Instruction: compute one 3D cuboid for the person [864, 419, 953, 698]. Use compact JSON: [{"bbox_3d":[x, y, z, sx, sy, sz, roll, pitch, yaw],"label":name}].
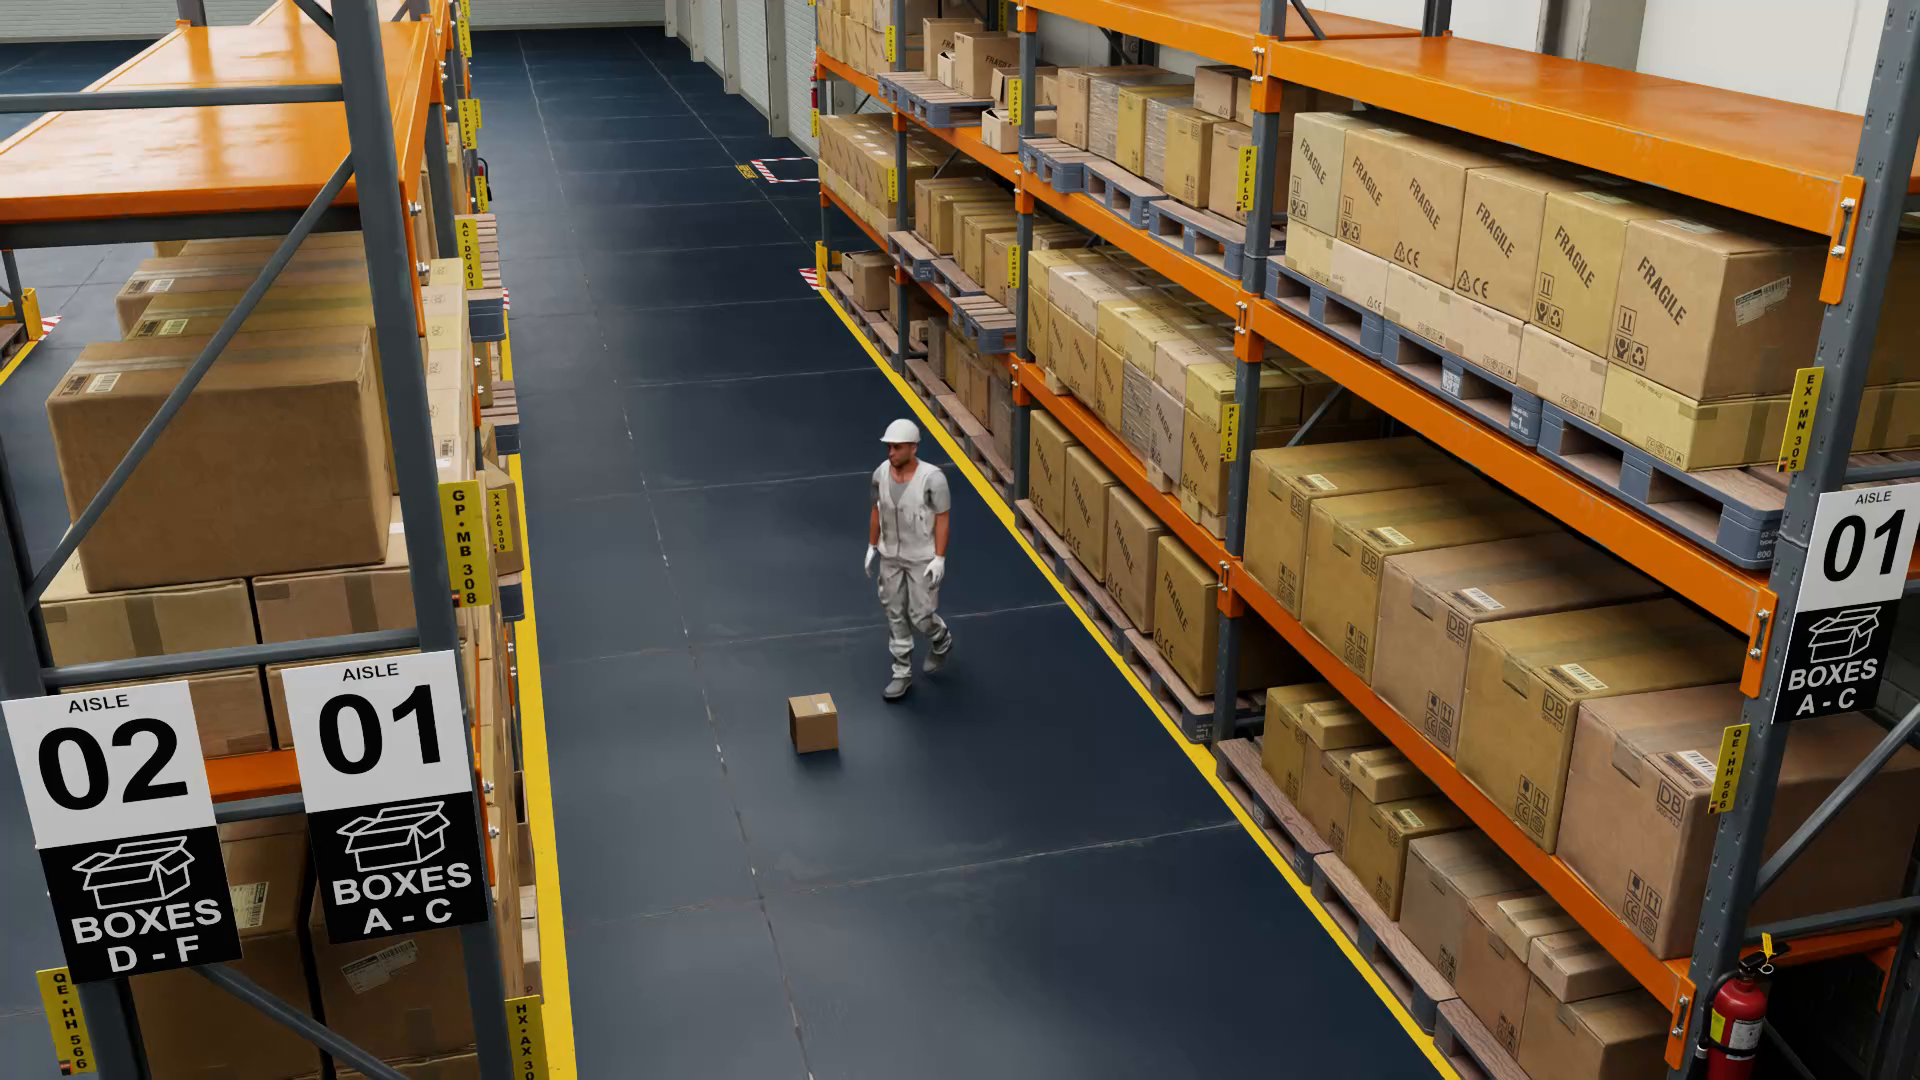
[{"bbox_3d":[-0.317,0.096,10.380,0.575,1.796,0.606,10,25,23],"label":"person"}]
